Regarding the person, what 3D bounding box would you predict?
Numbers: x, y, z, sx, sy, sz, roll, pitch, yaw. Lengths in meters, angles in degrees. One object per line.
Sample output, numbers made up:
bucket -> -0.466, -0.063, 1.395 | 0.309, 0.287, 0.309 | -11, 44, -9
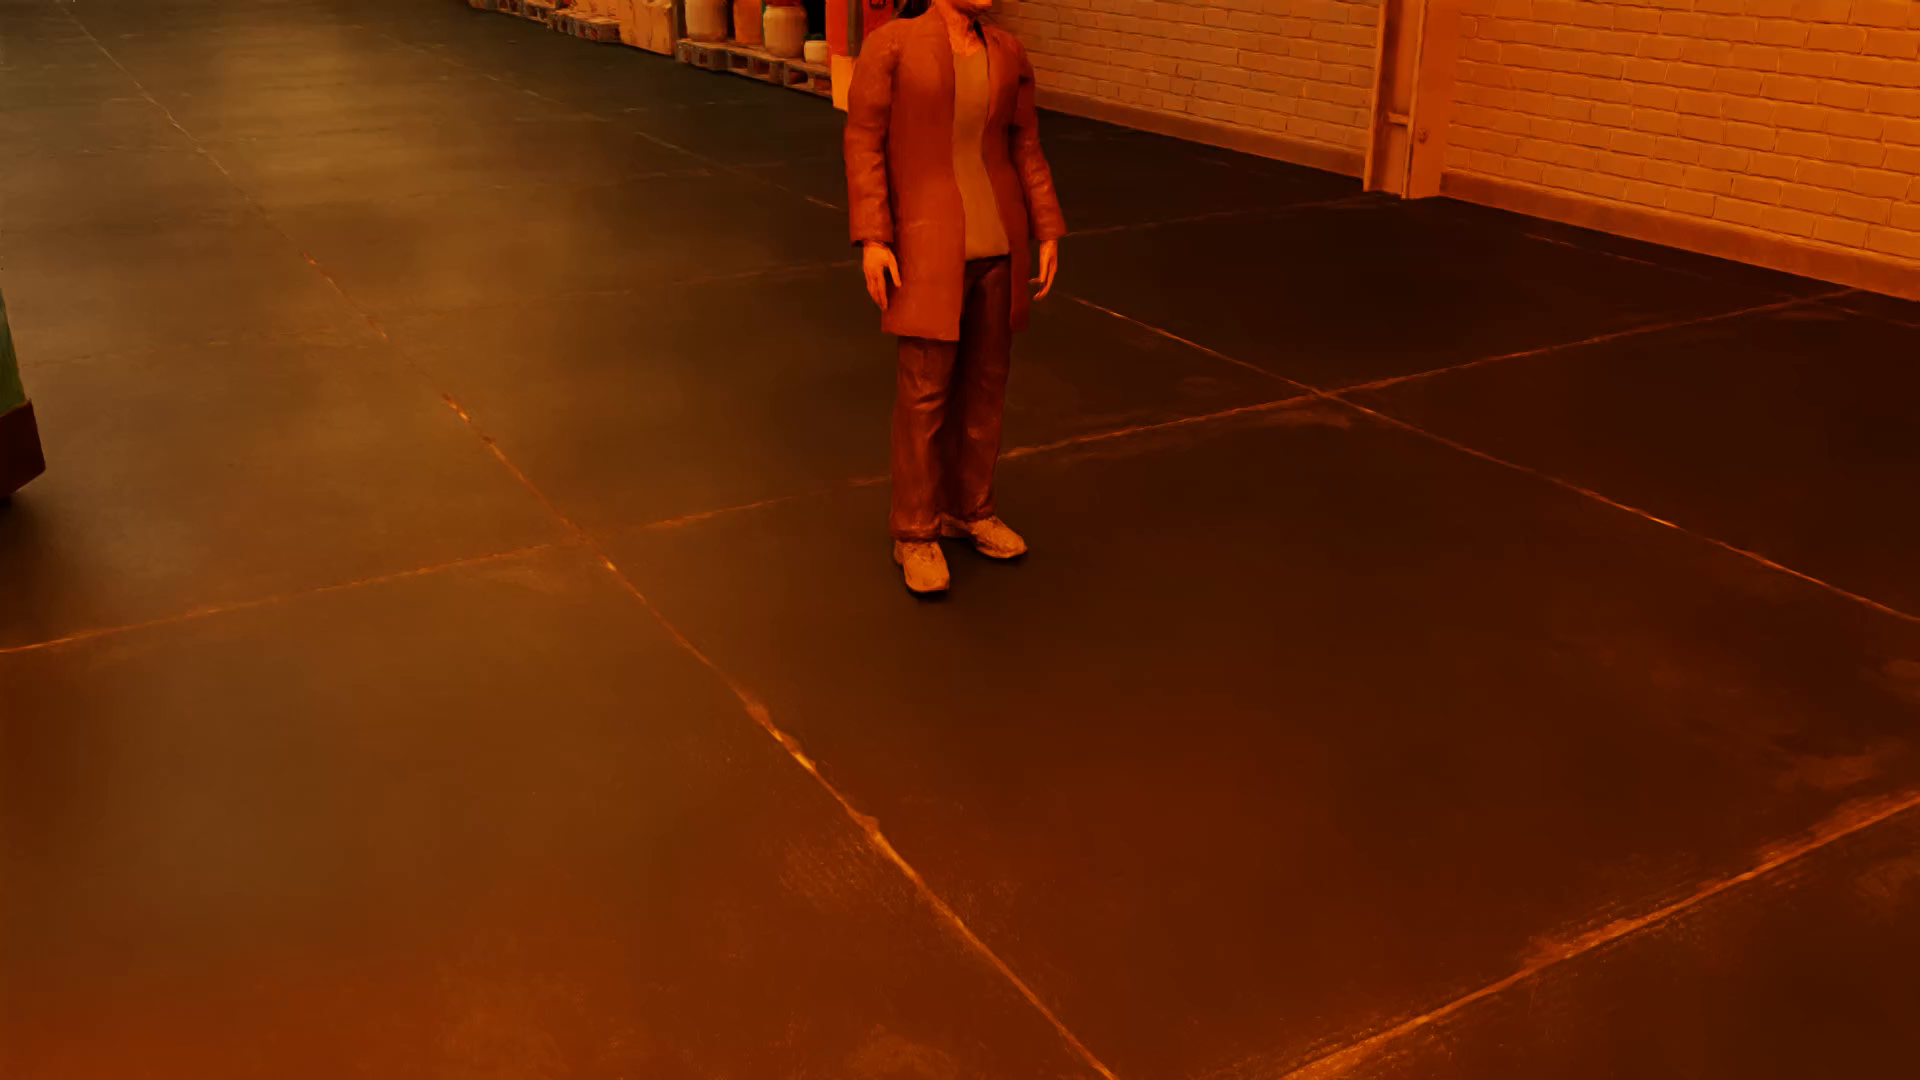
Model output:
person -> 0.042, -0.798, 4.719 | 0.694, 1.776, 0.580 | -12, 25, -28

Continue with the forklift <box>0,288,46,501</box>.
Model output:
forklift -> -4.541, -1.351, 4.567 | 3.031, 2.935, 1.130 | 0, 22, 0
